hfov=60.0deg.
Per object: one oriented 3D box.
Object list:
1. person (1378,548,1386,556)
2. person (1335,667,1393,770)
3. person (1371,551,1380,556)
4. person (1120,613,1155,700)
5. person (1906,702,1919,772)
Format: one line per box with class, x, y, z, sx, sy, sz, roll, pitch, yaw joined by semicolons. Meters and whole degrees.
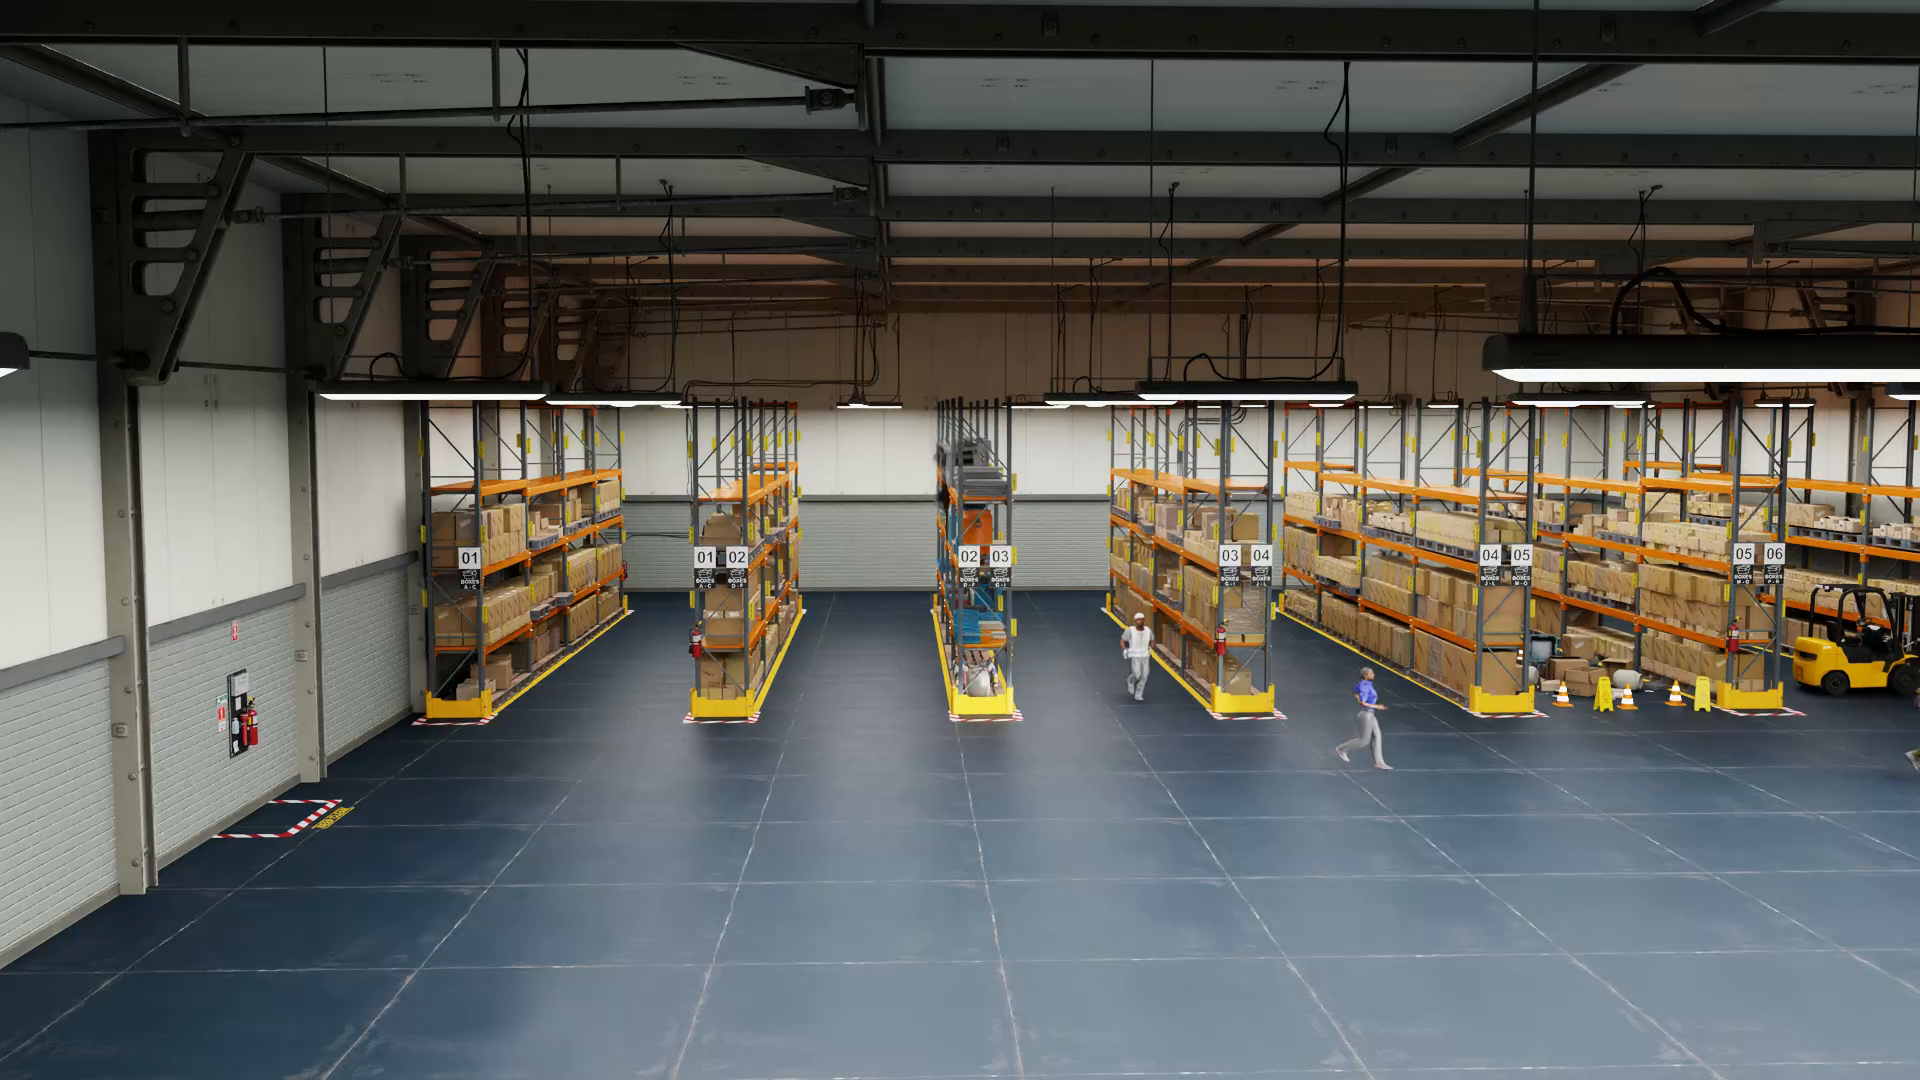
person;12.549;1.083;49.187;0.806;1.732;0.610;0;4;2
person;6.475;2.845;26.596;0.892;1.654;0.581;2;5;19
person;11.635;1.227;46.625;0.645;1.827;0.838;-2;5;-19
person;3.555;2.312;32.919;0.683;1.734;0.592;-1;5;-13
person;15.110;2.866;25.692;0.720;1.745;0.897;-4;6;-44
